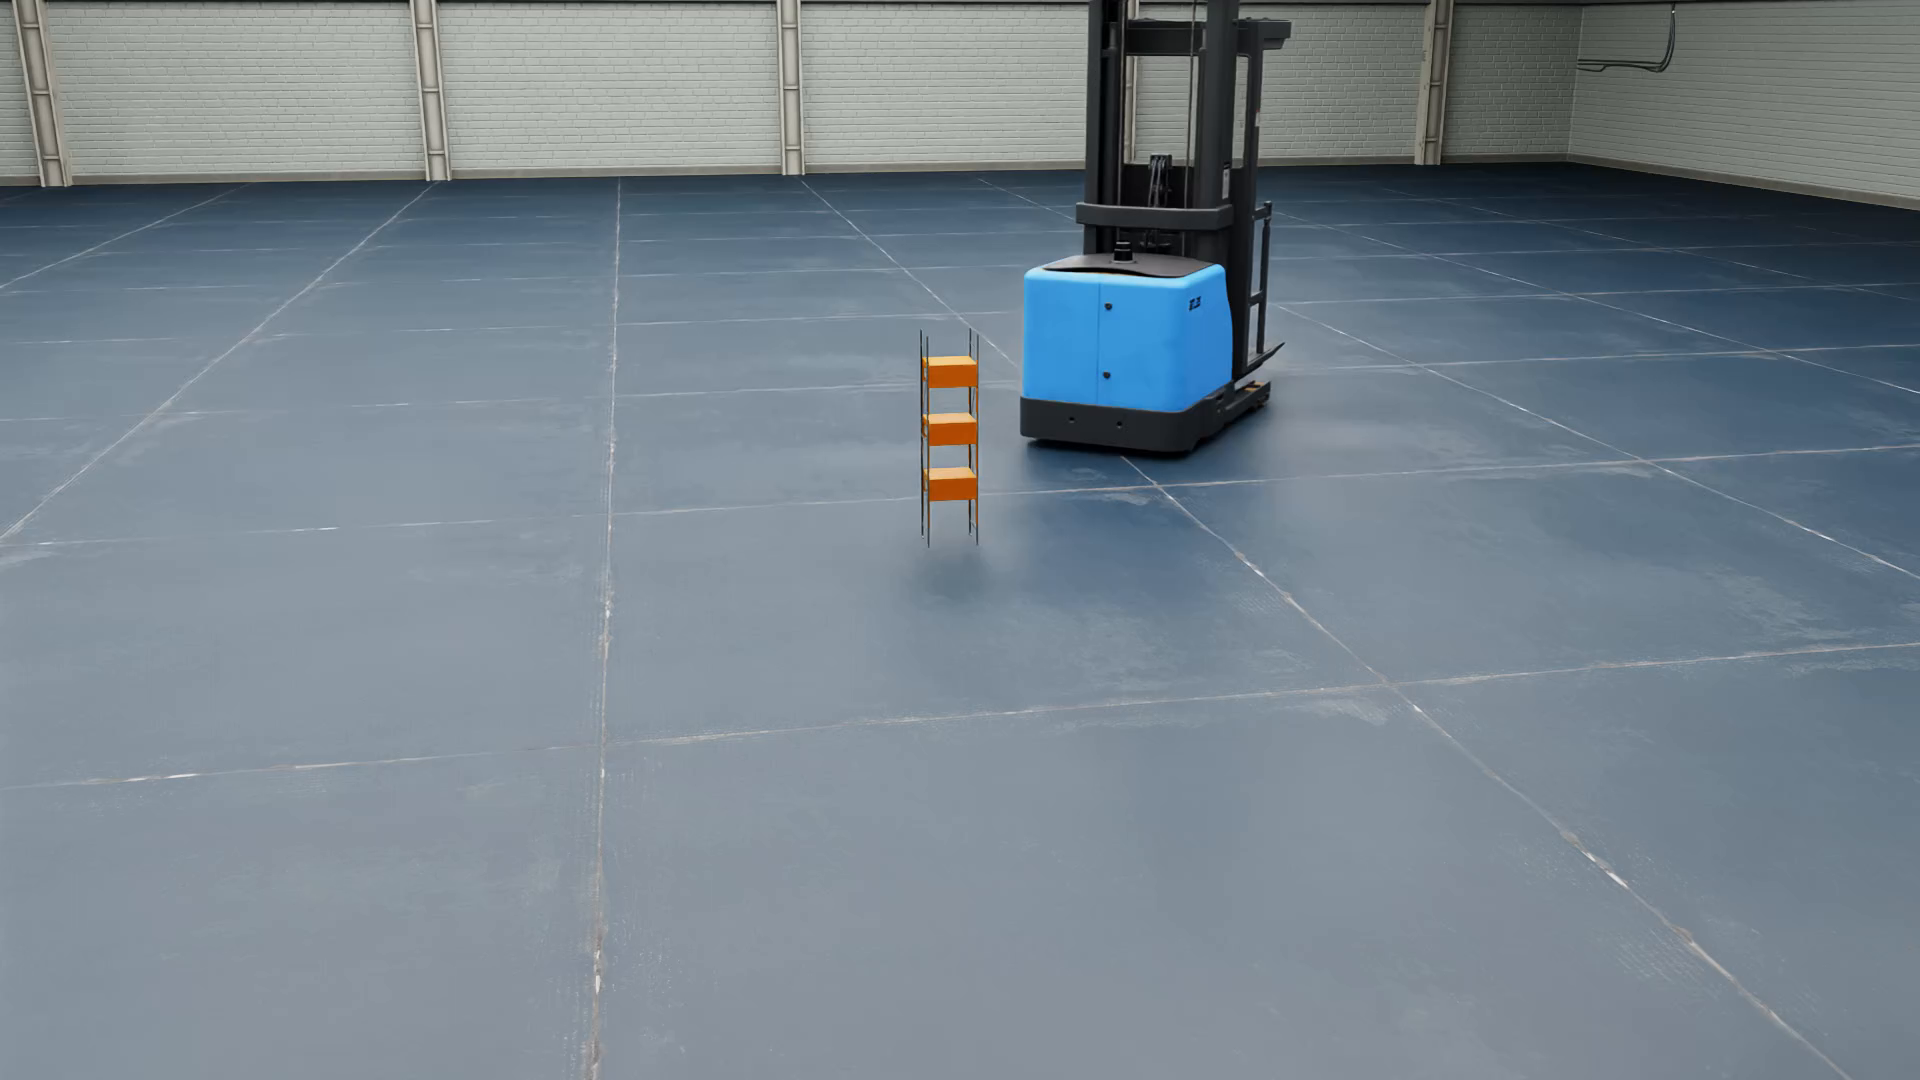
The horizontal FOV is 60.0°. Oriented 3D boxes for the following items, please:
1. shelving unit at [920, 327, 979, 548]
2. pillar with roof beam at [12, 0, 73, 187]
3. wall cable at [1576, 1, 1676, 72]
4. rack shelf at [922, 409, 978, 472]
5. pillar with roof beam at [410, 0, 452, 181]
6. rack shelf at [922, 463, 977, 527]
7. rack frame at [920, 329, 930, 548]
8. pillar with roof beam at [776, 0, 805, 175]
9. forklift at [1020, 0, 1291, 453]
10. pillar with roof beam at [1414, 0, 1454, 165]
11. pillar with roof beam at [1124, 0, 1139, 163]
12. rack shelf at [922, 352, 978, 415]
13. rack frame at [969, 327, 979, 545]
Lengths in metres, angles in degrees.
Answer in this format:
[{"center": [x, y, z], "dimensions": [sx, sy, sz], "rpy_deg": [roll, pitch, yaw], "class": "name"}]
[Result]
[{"center": [-0.053, -0.499, 8.148], "dimensions": [0.252, 1.050, 0.215], "rpy_deg": [-3, 17, -10], "class": "shelving unit"}, {"center": [-13.908, -8.840, 21.768], "dimensions": [0.400, 9.000, 9.100], "rpy_deg": [-3, 17, -10], "class": "pillar with roof beam"}, {"center": [11.983, -9.717, 29.909], "dimensions": [0.112, 2.526, 3.097], "rpy_deg": [-3, 17, -10], "class": "wall cable"}, {"center": [-0.053, -0.489, 8.151], "dimensions": [0.240, 0.259, 0.215], "rpy_deg": [-3, 17, -10], "class": "rack shelf"}, {"center": [-8.017, -9.175, 22.856], "dimensions": [0.400, 9.000, 9.100], "rpy_deg": [-3, 17, -10], "class": "pillar with roof beam"}, {"center": [-0.053, -0.223, 8.233], "dimensions": [0.240, 0.259, 0.215], "rpy_deg": [-3, 17, -10], "class": "rack shelf"}, {"center": [-0.172, -0.492, 8.126], "dimensions": [0.008, 1.050, 0.200], "rpy_deg": [-3, 17, -10], "class": "rack frame"}, {"center": [-2.126, -9.509, 23.944], "dimensions": [0.400, 9.000, 9.100], "rpy_deg": [-3, 17, -10], "class": "pillar with roof beam"}, {"center": [1.454, -2.303, 10.817], "dimensions": [1.130, 2.935, 3.031], "rpy_deg": [8, 19, 24], "class": "forklift"}, {"center": [9.656, -10.177, 26.120], "dimensions": [0.400, 9.000, 9.100], "rpy_deg": [-3, 17, -10], "class": "pillar with roof beam"}, {"center": [3.765, -9.843, 25.032], "dimensions": [0.400, 9.000, 9.100], "rpy_deg": [-3, 17, -10], "class": "pillar with roof beam"}, {"center": [-0.053, -0.760, 8.068], "dimensions": [0.240, 0.259, 0.215], "rpy_deg": [-3, 17, -10], "class": "rack shelf"}, {"center": [0.067, -0.506, 8.170], "dimensions": [0.008, 1.050, 0.200], "rpy_deg": [-3, 17, -10], "class": "rack frame"}]
